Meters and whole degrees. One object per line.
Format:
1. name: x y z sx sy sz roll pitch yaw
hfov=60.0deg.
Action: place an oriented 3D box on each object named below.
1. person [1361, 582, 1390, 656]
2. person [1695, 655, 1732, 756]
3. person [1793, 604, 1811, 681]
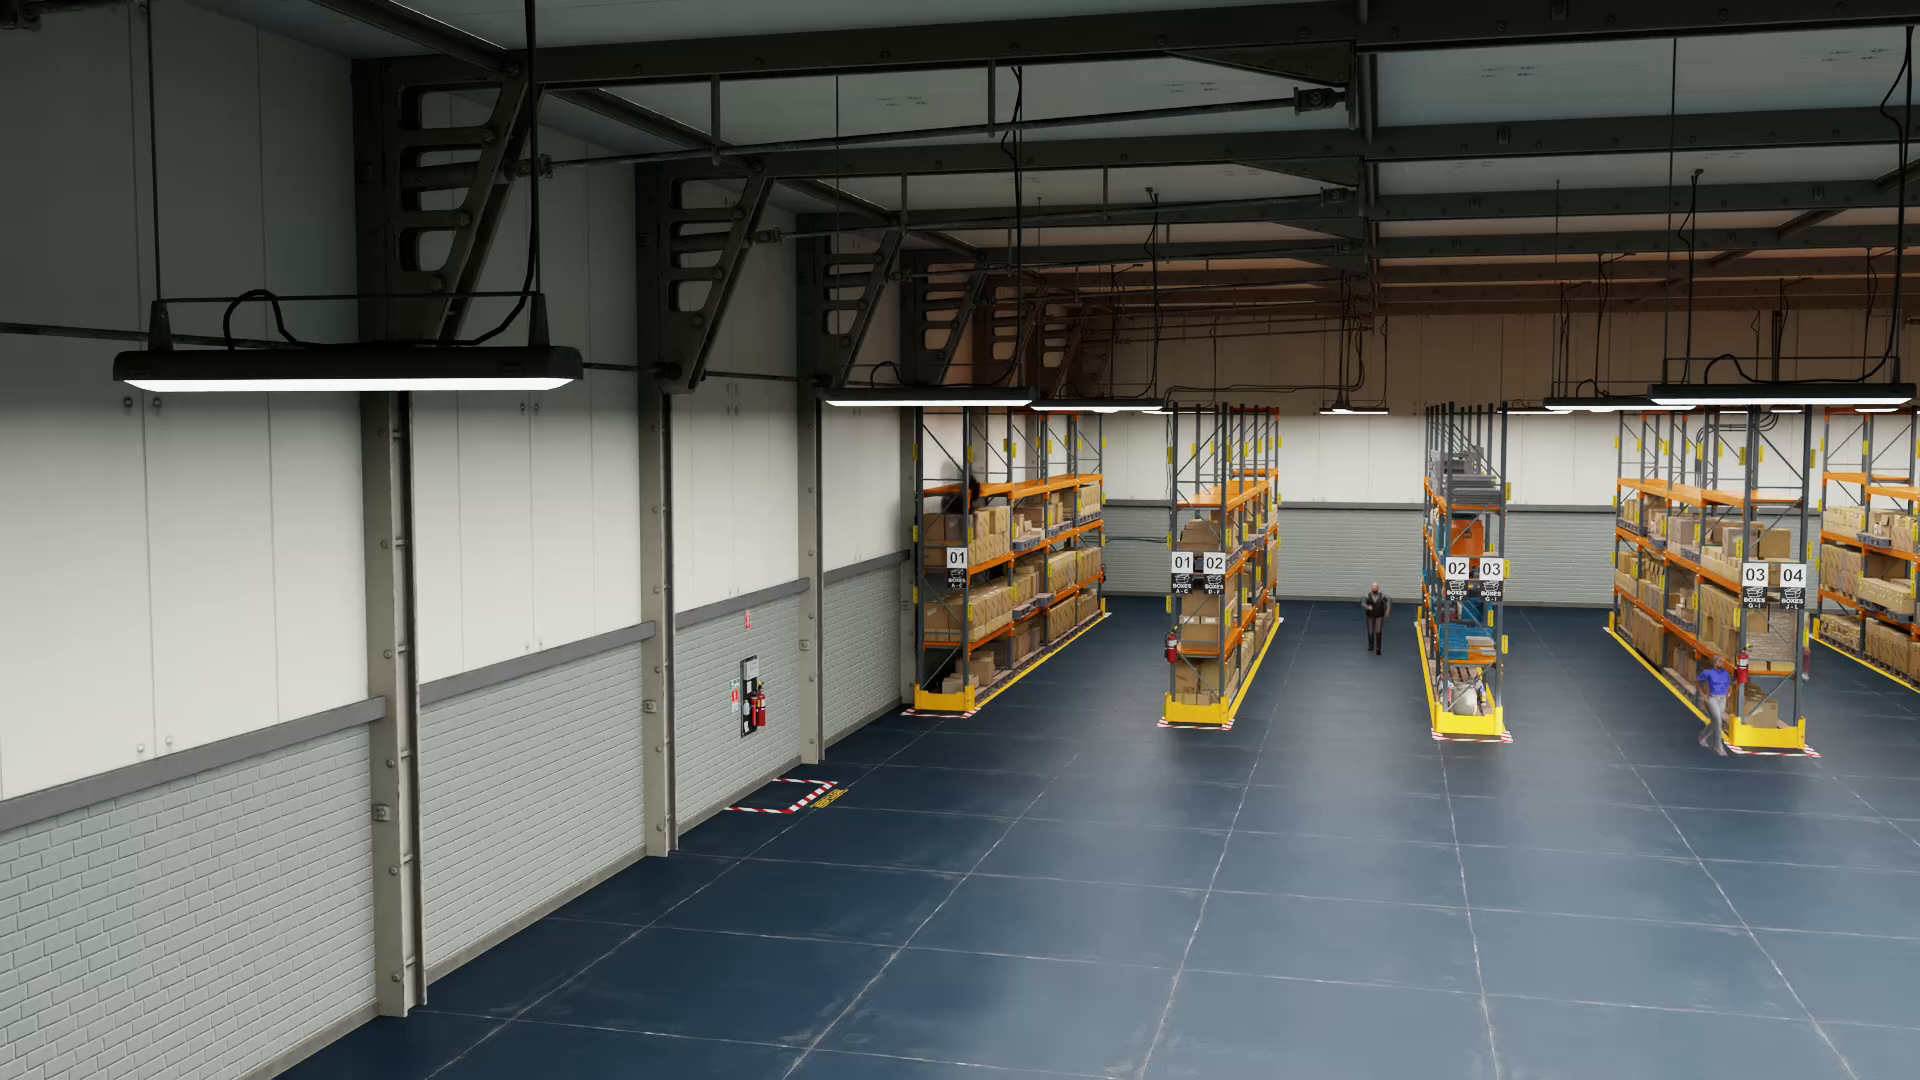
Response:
1. person: 10.005 1.918 40.094 0.673 1.804 0.760 1 4 16
2. person: 12.925 2.801 28.425 0.581 1.673 0.764 -1 4 -15
3. person: 18.420 2.191 36.511 0.564 1.731 0.780 1 4 8
